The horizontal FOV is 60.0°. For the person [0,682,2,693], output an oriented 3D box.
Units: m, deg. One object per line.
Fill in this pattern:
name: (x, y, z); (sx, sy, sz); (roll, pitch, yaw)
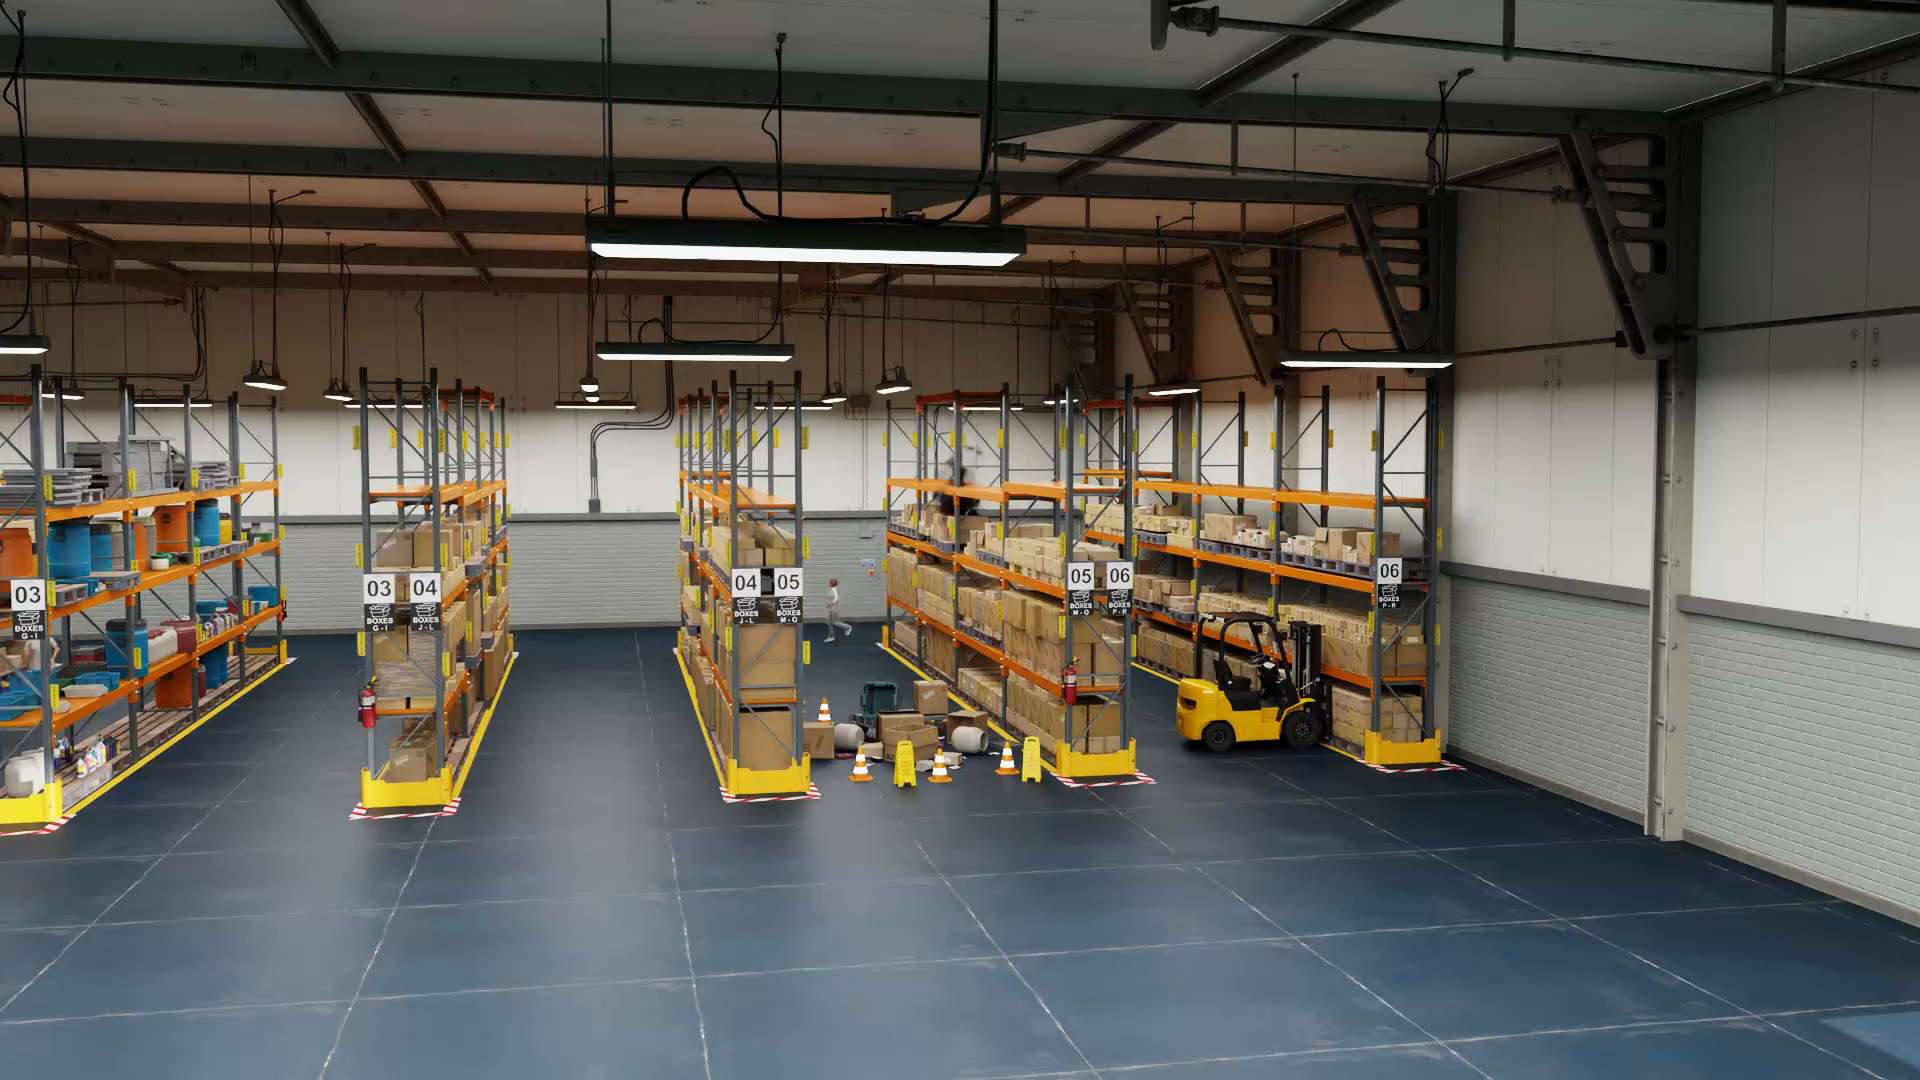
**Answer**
person: (-14.692, 2.685, 25.023); (0.547, 1.718, 0.761); (-1, 4, -22)

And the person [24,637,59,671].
person: (-16.754, 2.366, 30.320); (0.544, 1.708, 0.691); (-1, 4, -21)

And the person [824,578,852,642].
person: (-3.045, 1.751, 41.451); (0.712, 1.605, 0.551); (0, 3, -2)
